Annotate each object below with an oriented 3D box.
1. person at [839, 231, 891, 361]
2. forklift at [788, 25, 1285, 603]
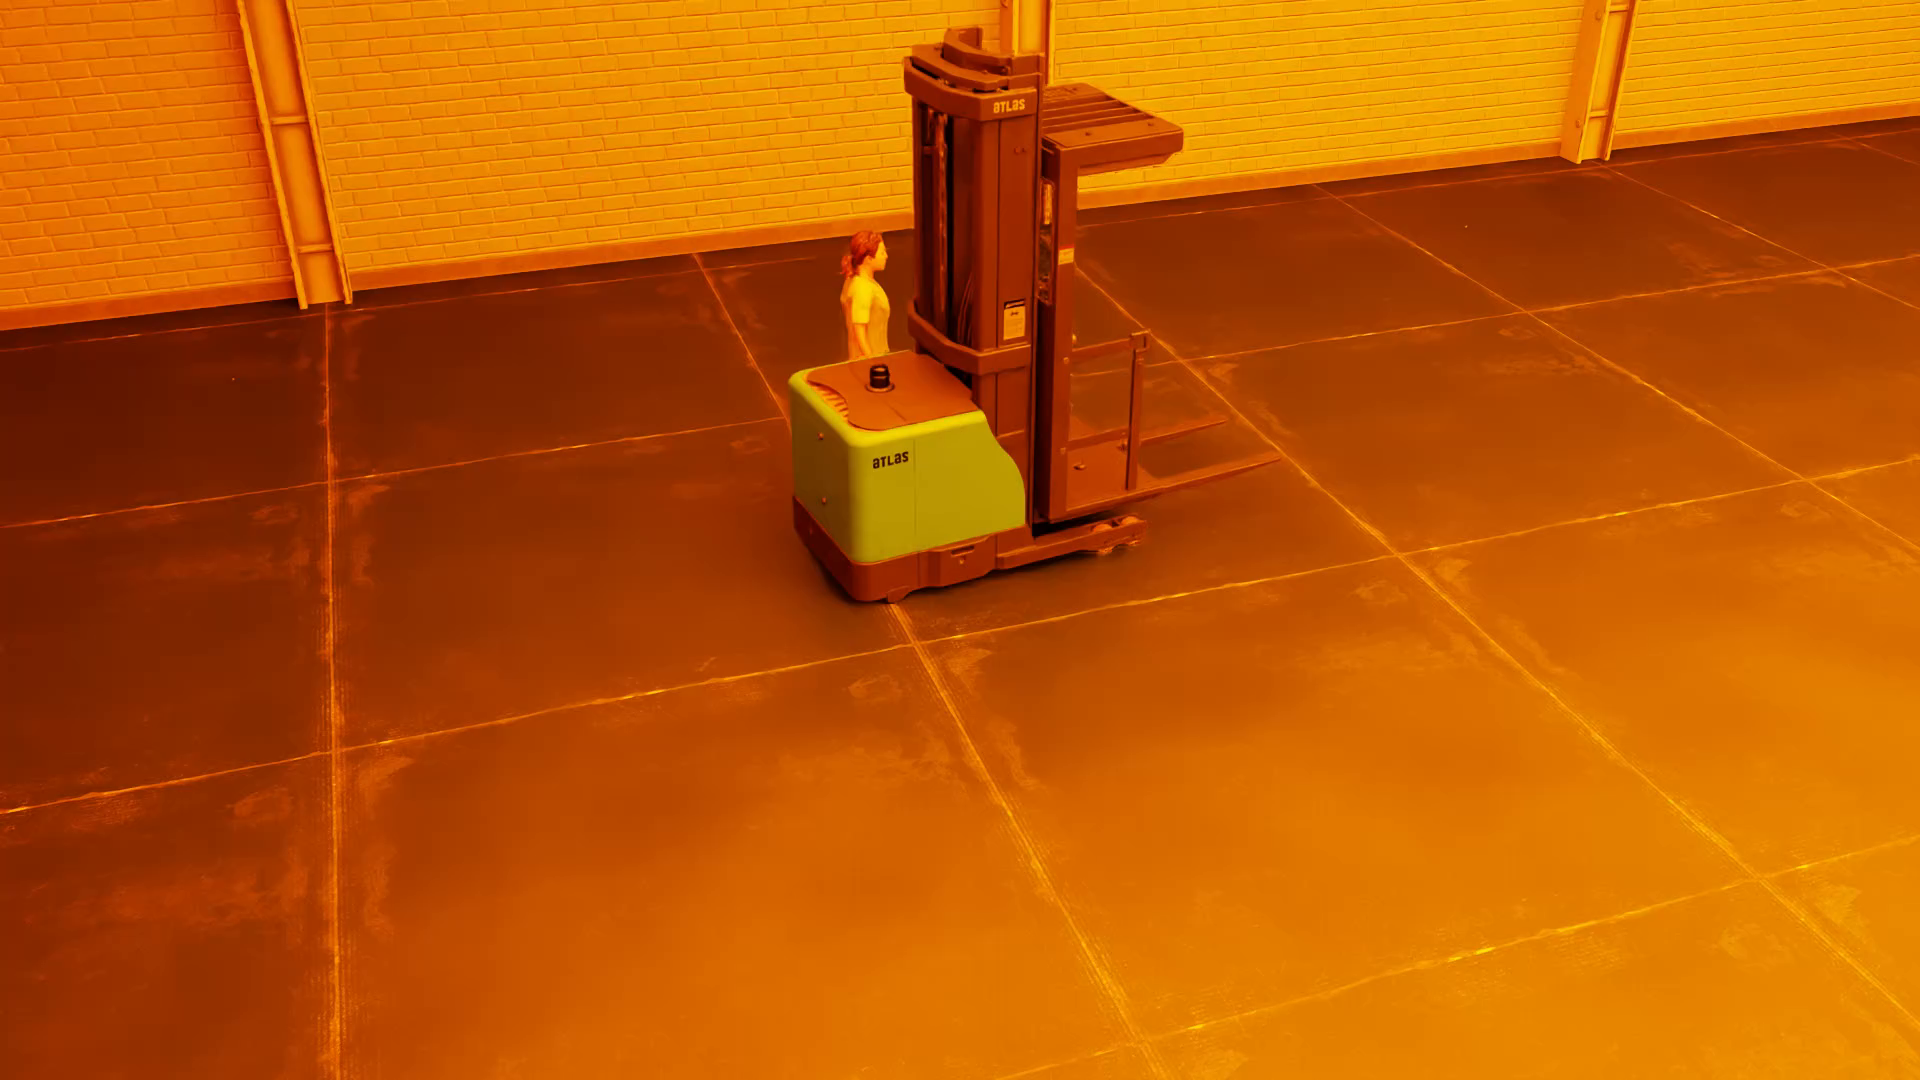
[{"bbox_3d":[-0.354,-1.117,10.264,0.747,1.628,0.679,-4,30,-6],"label":"person"},{"bbox_3d":[0.550,-1.418,9.551,3.031,2.935,1.130,-14,33,-23],"label":"forklift"}]
